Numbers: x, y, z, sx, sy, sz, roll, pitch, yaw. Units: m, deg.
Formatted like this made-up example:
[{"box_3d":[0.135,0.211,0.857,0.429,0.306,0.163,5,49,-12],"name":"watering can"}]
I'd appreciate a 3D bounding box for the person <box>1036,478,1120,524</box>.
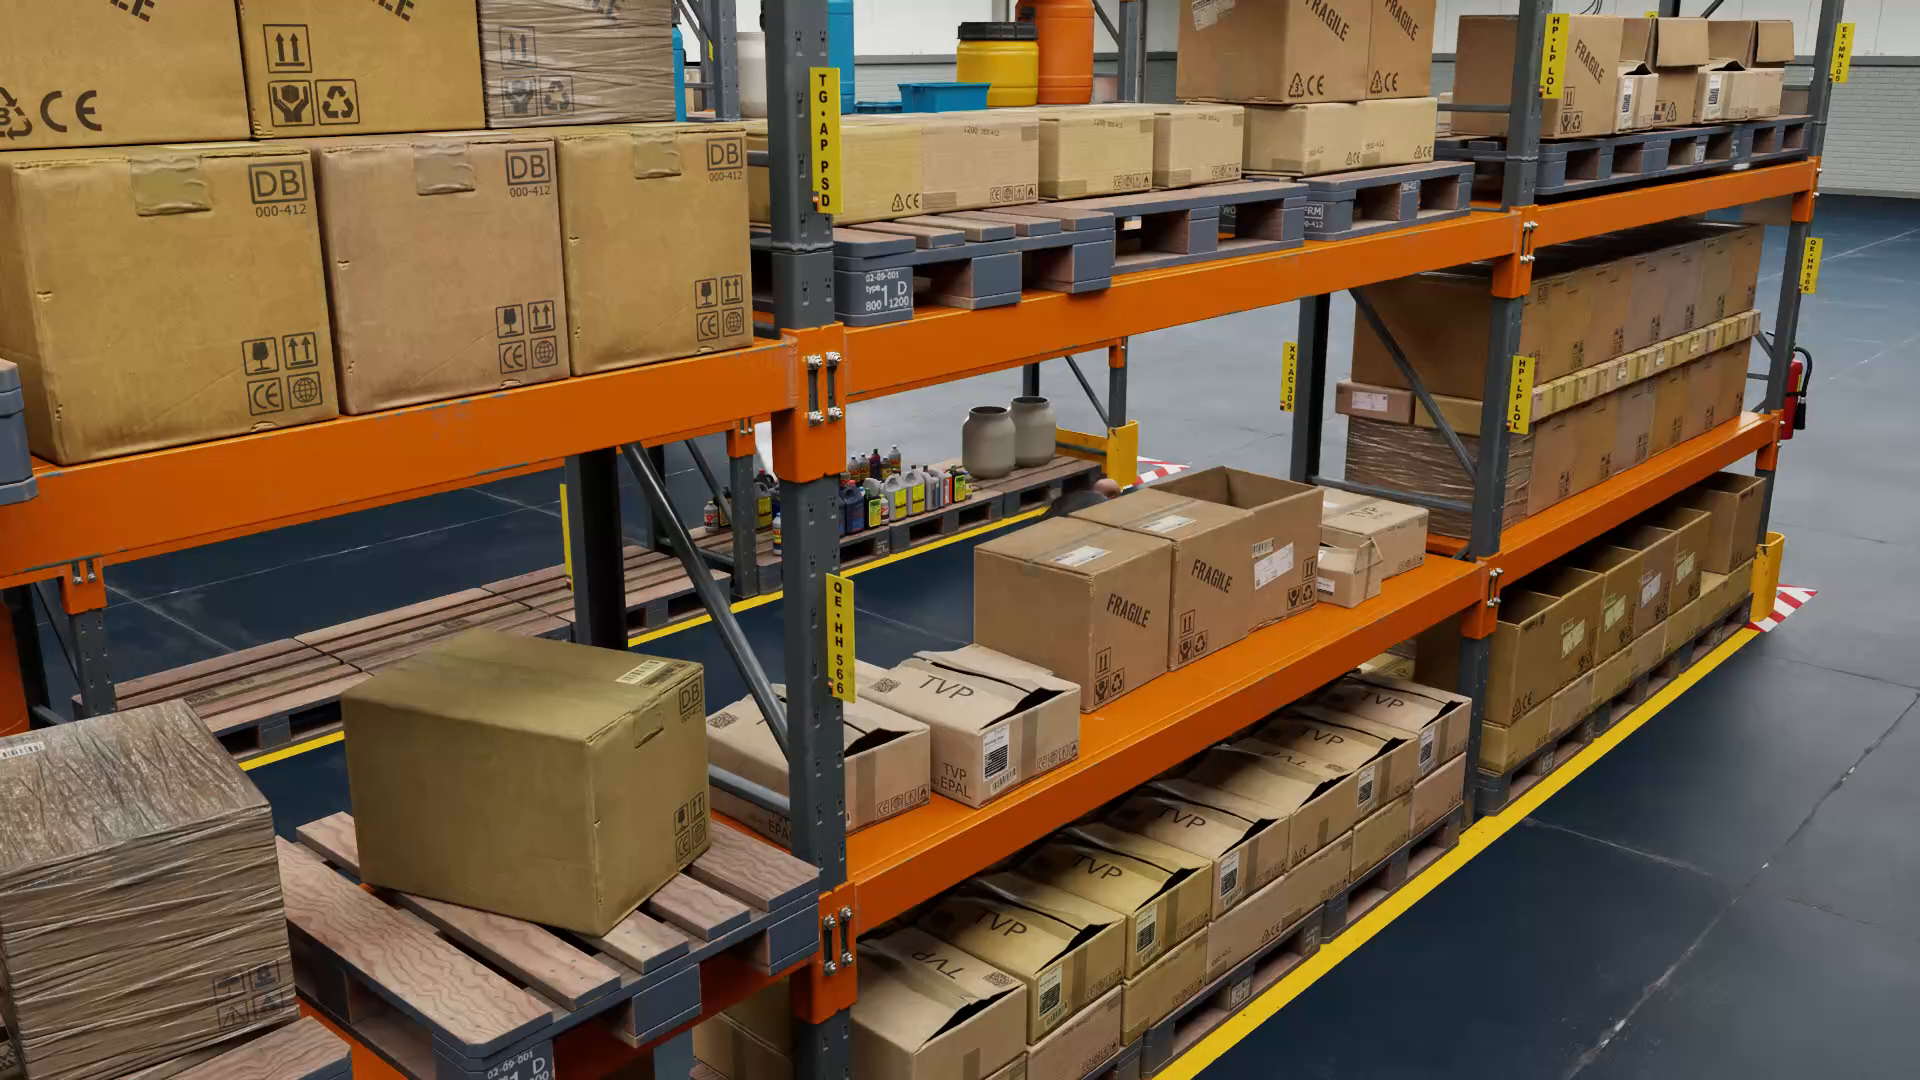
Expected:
[{"box_3d":[0.740,0.094,10.392,0.529,0.834,0.881,14,22,40],"name":"person"}]
